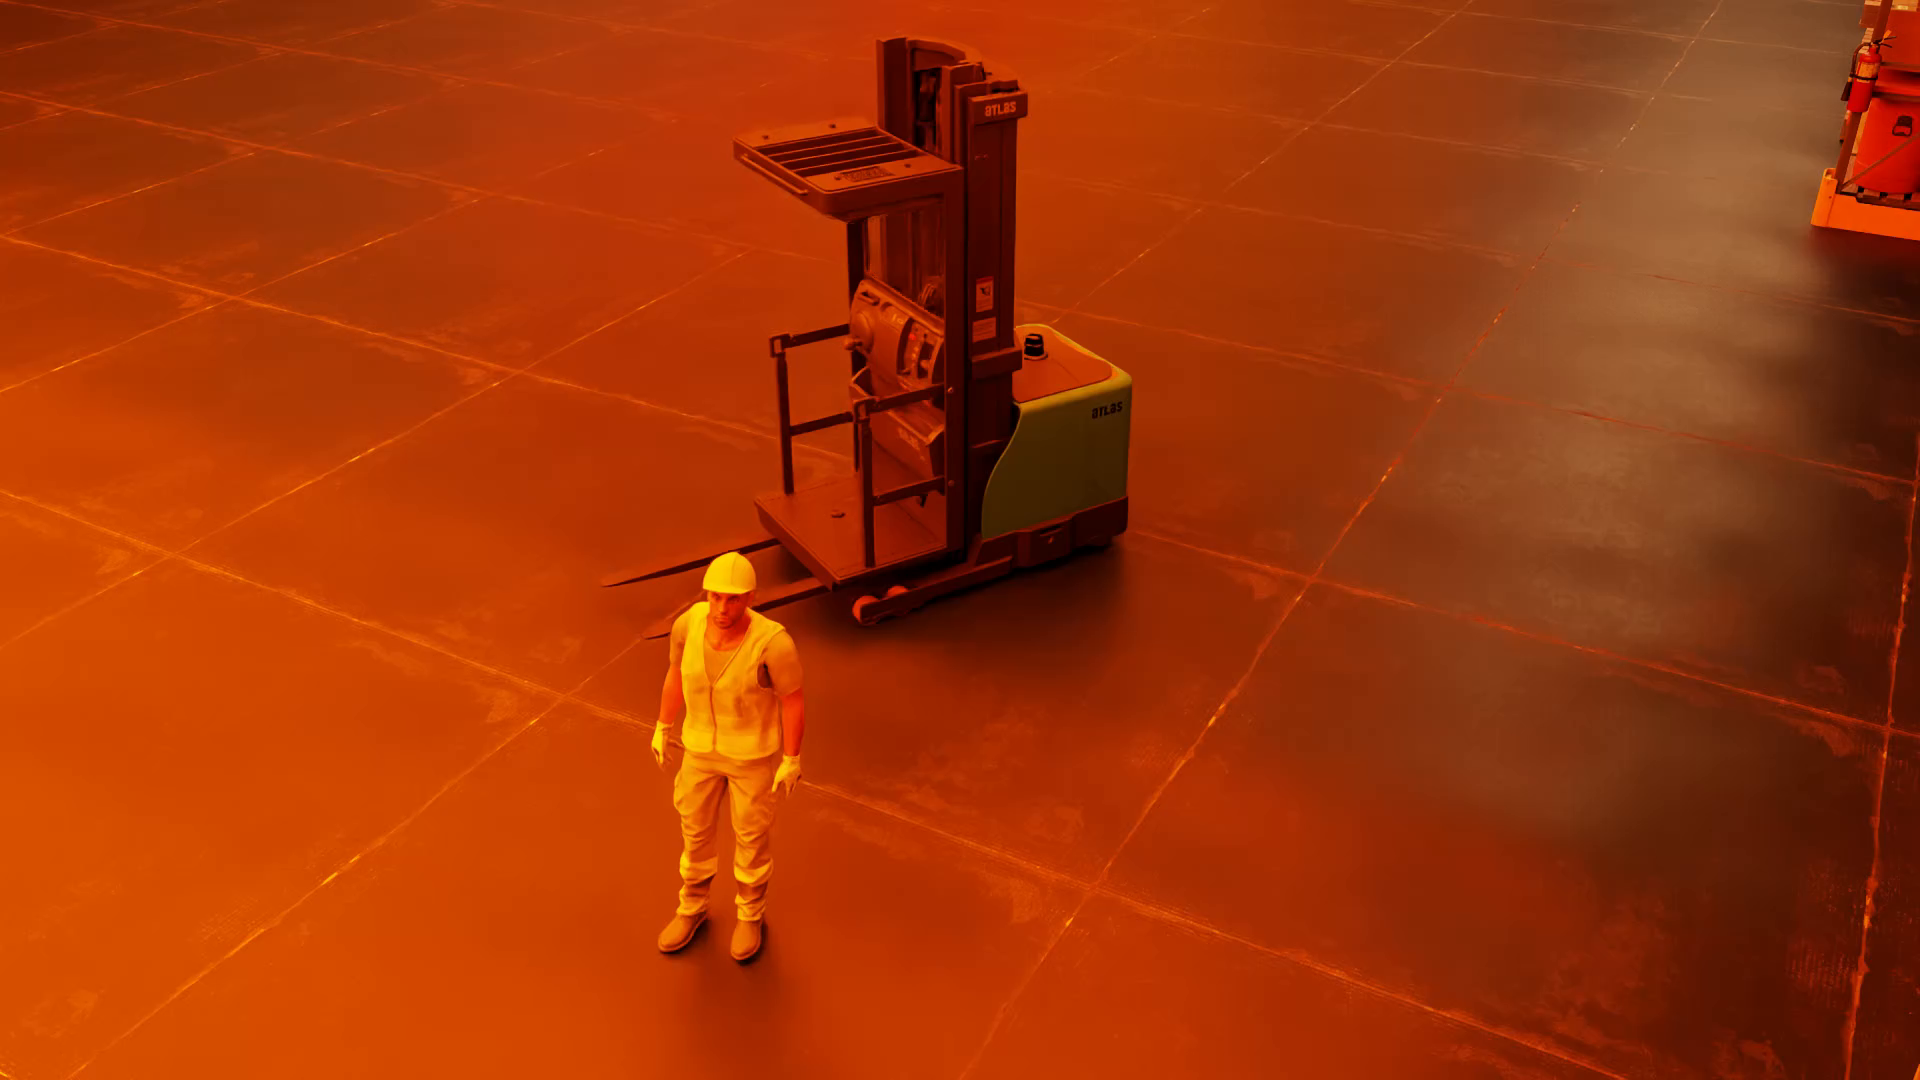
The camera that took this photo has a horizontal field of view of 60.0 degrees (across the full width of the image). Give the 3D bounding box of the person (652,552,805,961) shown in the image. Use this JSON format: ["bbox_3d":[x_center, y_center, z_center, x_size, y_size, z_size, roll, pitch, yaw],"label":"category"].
[{"bbox_3d":[-0.955,0.882,6.684,0.635,1.795,0.522,9,31,15],"label":"person"}]

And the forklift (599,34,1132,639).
[{"bbox_3d":[-0.526,-1.098,8.973,3.031,2.935,1.130,-17,34,-27],"label":"forklift"}]
